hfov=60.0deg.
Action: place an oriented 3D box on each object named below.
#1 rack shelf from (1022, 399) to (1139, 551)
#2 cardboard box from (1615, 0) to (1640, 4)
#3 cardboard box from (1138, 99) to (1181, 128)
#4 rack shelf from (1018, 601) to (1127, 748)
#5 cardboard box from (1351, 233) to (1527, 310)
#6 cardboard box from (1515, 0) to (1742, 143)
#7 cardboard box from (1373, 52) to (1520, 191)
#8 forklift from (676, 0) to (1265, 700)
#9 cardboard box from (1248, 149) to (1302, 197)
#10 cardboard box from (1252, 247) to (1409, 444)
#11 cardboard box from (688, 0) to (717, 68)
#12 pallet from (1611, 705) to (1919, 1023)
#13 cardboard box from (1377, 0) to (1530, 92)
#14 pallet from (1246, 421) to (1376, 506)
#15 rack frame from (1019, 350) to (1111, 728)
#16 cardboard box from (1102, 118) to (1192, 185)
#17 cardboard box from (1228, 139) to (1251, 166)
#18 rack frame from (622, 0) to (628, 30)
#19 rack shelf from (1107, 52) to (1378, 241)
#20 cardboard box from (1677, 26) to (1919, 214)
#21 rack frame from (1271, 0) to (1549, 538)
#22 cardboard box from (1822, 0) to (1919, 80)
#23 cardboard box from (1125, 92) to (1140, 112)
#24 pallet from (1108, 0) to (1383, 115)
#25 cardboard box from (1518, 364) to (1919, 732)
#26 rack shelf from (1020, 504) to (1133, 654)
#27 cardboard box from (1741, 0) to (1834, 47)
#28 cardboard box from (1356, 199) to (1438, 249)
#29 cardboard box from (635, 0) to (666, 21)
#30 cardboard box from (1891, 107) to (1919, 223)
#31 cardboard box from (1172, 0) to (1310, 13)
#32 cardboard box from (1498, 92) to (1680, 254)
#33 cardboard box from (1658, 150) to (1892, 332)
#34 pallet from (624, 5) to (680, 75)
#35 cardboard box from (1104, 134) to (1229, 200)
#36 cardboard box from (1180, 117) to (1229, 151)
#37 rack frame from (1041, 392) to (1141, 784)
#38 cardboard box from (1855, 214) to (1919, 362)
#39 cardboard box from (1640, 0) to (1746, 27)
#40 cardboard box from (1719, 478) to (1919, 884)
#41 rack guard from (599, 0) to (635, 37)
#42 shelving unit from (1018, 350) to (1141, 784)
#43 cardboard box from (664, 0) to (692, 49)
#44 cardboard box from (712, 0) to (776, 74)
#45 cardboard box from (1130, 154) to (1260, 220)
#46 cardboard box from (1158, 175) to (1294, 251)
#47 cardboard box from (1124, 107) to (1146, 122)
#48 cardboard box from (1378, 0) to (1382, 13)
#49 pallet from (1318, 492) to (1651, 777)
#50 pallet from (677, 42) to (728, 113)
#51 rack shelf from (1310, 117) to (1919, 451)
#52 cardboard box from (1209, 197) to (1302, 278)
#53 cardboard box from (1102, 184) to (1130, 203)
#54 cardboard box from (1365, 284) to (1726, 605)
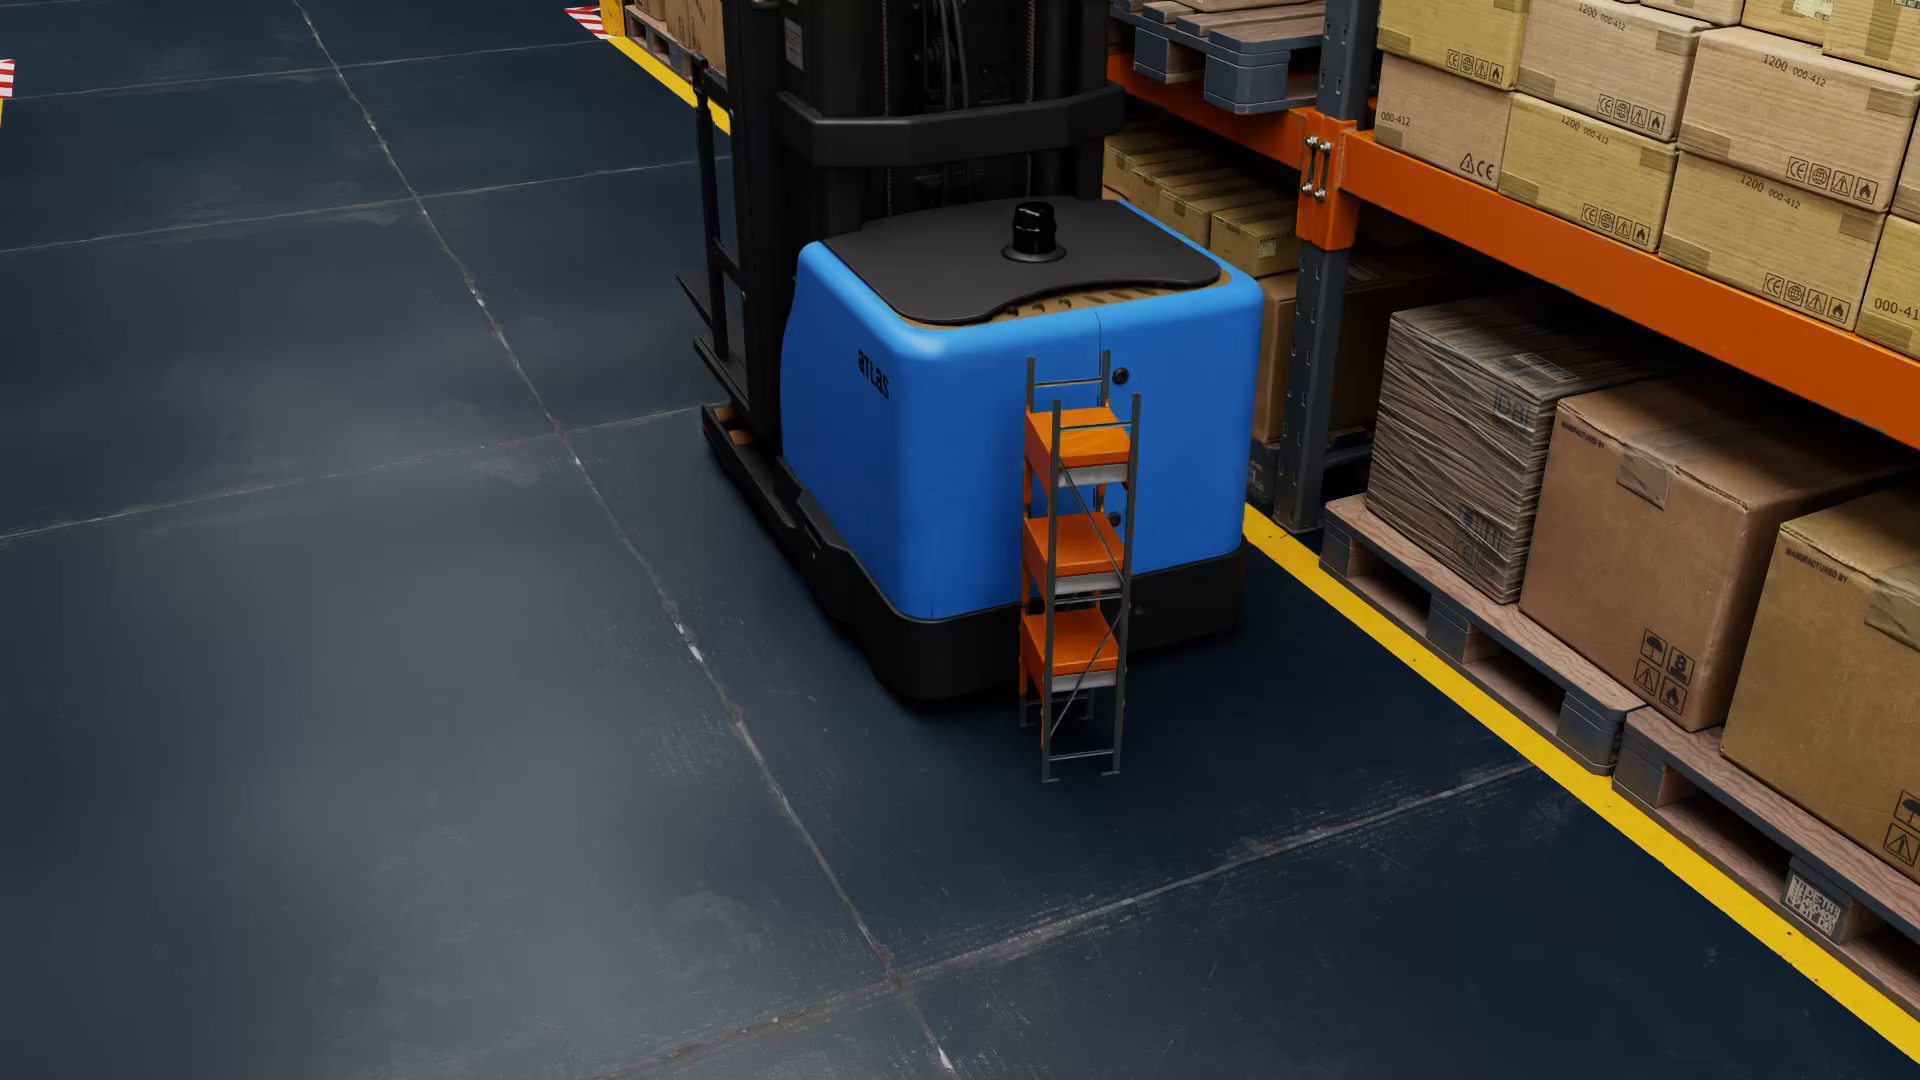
[{"bbox_3d":[0.278,-0.156,3.896,0.215,0.259,0.240,-6,30,-10],"label":"rack shelf"},{"bbox_3d":[1.601,-1.346,3.819,0.380,0.149,0.250,-12,32,-21],"label":"cardboard box"},{"bbox_3d":[0.936,-1.680,6.642,0.380,0.149,0.250,-13,32,-22],"label":"cardboard box"},{"bbox_3d":[0.278,0.334,4.171,0.215,0.259,0.240,-6,30,-10],"label":"rack shelf"},{"bbox_3d":[1.554,-0.786,5.711,0.500,0.500,0.500,-12,31,-20],"label":"cardboard box"},{"bbox_3d":[1.665,-1.132,3.844,0.500,0.250,0.500,-12,31,-20],"label":"cardboard box"},{"bbox_3d":[1.451,-1.135,4.361,0.500,0.250,0.500,-13,32,-22],"label":"cardboard box"},{"bbox_3d":[-0.246,-1.562,5.039,1.130,2.935,3.031,-12,31,-20],"label":"forklift"},{"bbox_3d":[1.270,-1.336,6.029,0.380,0.149,0.250,-13,32,-21],"label":"cardboard box"},{"bbox_3d":[1.106,-0.683,5.527,0.500,0.500,0.500,-12,31,-21],"label":"cardboard box"},{"bbox_3d":[-1.308,-3.145,9.917,0.500,0.500,0.500,-12,32,-21],"label":"cardboard box"},{"bbox_3d":[2.319,0.678,3.825,1.003,0.211,1.213,-13,32,-22],"label":"pallet"},{"bbox_3d":[1.429,-1.348,4.230,0.500,0.250,0.500,-13,32,-22],"label":"cardboard box"},{"bbox_3d":[1.195,-0.570,6.050,1.003,0.211,1.213,-13,32,-22],"label":"pallet"},{"bbox_3d":[0.254,0.024,4.134,0.200,1.050,0.008,-6,30,-10],"label":"rack frame"},{"bbox_3d":[0.642,-1.465,6.259,0.380,0.149,0.250,-14,32,-23],"label":"cardboard box"},{"bbox_3d":[1.237,-1.475,6.277,0.380,0.149,0.250,-15,32,-24],"label":"cardboard box"},{"bbox_3d":[-1.953,-4.982,11.068,1.000,3.000,0.127,-13,32,-22],"label":"rack frame"},{"bbox_3d":[0.623,-2.018,6.517,1.077,0.370,4.000,-13,32,-22],"label":"rack shelf"},{"bbox_3d":[1.874,-0.897,3.425,0.500,0.250,0.500,-14,32,-23],"label":"cardboard box"},{"bbox_3d":[1.481,-1.448,4.766,1.000,3.000,0.127,-13,32,-22],"label":"rack frame"},{"bbox_3d":[1.916,-1.004,3.208,0.380,0.149,0.250,-12,32,-21],"label":"cardboard box"},{"bbox_3d":[0.858,-1.808,6.871,0.380,0.149,0.250,-14,32,-24],"label":"cardboard box"},{"bbox_3d":[1.127,-1.649,5.320,1.213,0.211,1.003,-13,32,-22],"label":"pallet"},{"bbox_3d":[2.024,-0.030,4.236,0.875,0.625,0.625,-12,31,-20],"label":"cardboard box"},{"bbox_3d":[0.278,0.092,4.035,0.215,0.259,0.240,-6,30,-10],"label":"rack shelf"},{"bbox_3d":[1.860,-1.129,3.431,0.380,0.149,0.250,-13,32,-21],"label":"cardboard box"},{"bbox_3d":[1.539,-1.120,5.643,0.380,0.149,0.250,-11,31,-19],"label":"cardboard box"},{"bbox_3d":[-1.776,-3.786,11.058,0.797,0.503,0.637,-14,32,-24],"label":"cardboard box"},{"bbox_3d":[2.116,-0.677,3.032,0.500,0.250,0.500,-13,32,-21],"label":"cardboard box"},{"bbox_3d":[0.853,-1.731,5.098,0.380,0.149,0.250,-12,32,-21],"label":"cardboard box"},{"bbox_3d":[1.663,-0.912,3.963,0.500,0.250,0.500,-14,32,-23],"label":"cardboard box"},{"bbox_3d":[1.890,-0.686,3.560,0.500,0.250,0.500,-14,32,-24],"label":"cardboard box"},{"bbox_3d":[-1.577,-3.380,11.062,1.003,0.211,1.213,-13,32,-22],"label":"pallet"},{"bbox_3d":[0.750,-1.355,6.062,0.380,0.149,0.250,-12,31,-21],"label":"cardboard box"},{"bbox_3d":[1.081,-1.581,6.465,0.380,0.149,0.250,-14,32,-23],"label":"cardboard box"},{"bbox_3d":[0.303,0.141,3.925,0.200,1.050,0.008,-6,30,-10],"label":"rack frame"},{"bbox_3d":[2.111,-0.457,3.151,0.500,0.250,0.500,-12,31,-20],"label":"cardboard box"},{"bbox_3d":[1.725,-1.234,3.617,0.380,0.149,0.250,-13,32,-21],"label":"cardboard box"},{"bbox_3d":[2.314,0.267,3.705,0.875,0.625,0.625,-14,32,-24],"label":"cardboard box"},{"bbox_3d":[-1.920,-3.858,11.619,1.175,0.500,0.348,-13,32,-22],"label":"rack guard"},{"bbox_3d":[0.278,0.082,4.030,0.215,1.050,0.252,-6,30,-10],"label":"shelving unit"},{"bbox_3d":[-1.444,-3.399,10.371,0.700,0.500,0.500,-12,31,-20],"label":"cardboard box"},{"bbox_3d":[-0.998,-2.941,9.554,0.700,0.500,0.500,-14,32,-24],"label":"cardboard box"},{"bbox_3d":[0.822,-1.229,5.837,0.380,0.149,0.250,-14,32,-24],"label":"cardboard box"},{"bbox_3d":[0.895,-1.103,5.613,0.380,0.149,0.250,-15,33,-25],"label":"cardboard box"},{"bbox_3d":[0.497,-1.581,6.465,0.380,0.149,0.250,-15,32,-24],"label":"cardboard box"},{"bbox_3d":[1.402,-1.935,5.103,0.500,0.500,0.500,-12,31,-20],"label":"cardboard box"},{"bbox_3d":[1.800,0.140,4.785,1.003,0.211,1.213,-13,32,-22],"label":"pallet"},{"bbox_3d":[-1.057,-2.842,10.103,1.003,0.211,1.213,-13,32,-22],"label":"pallet"},{"bbox_3d":[2.340,-0.251,3.366,1.077,0.370,4.000,-13,32,-22],"label":"rack shelf"},{"bbox_3d":[1.041,-0.989,5.410,0.380,0.149,0.250,-15,32,-24],"label":"cardboard box"},{"bbox_3d":[0.673,-1.137,6.337,0.500,0.500,0.500,-12,31,-20],"label":"cardboard box"},{"bbox_3d":[1.737,-0.317,4.747,0.875,0.625,0.625,-12,31,-20],"label":"cardboard box"}]
